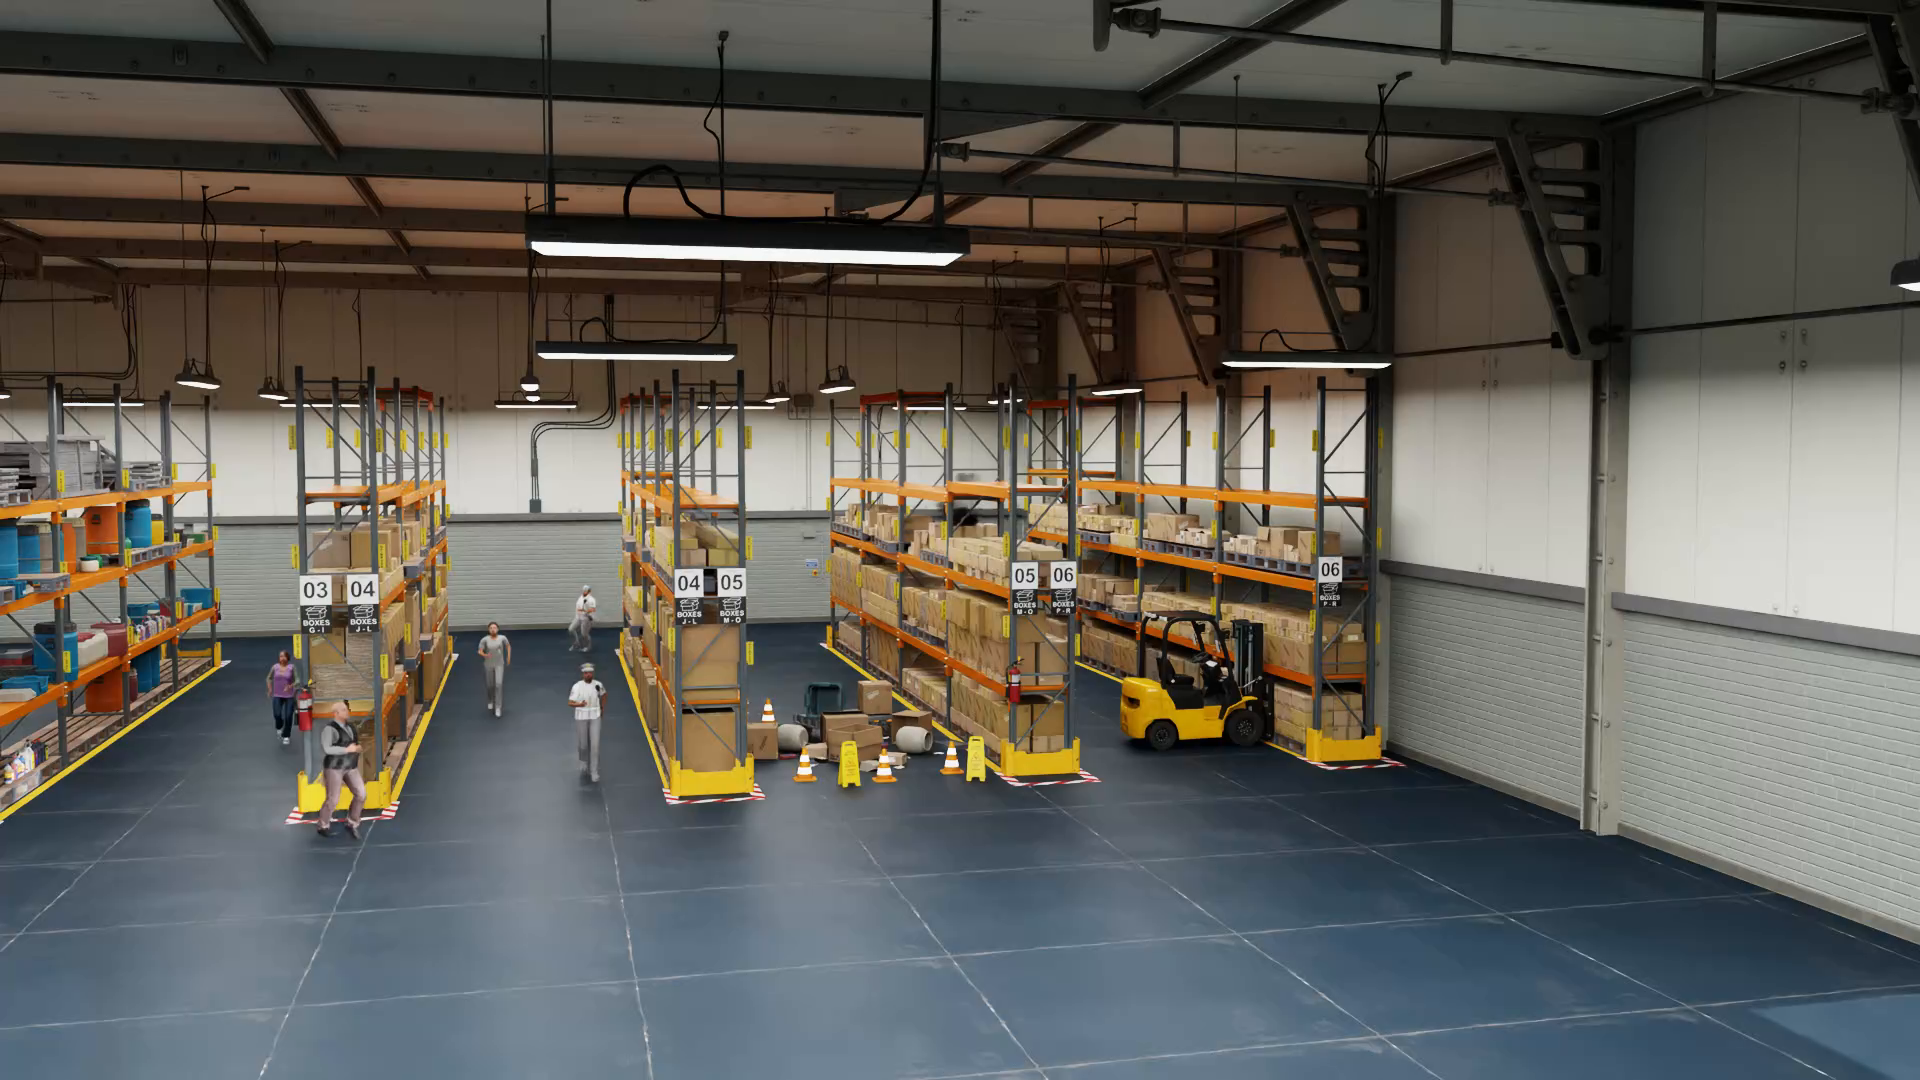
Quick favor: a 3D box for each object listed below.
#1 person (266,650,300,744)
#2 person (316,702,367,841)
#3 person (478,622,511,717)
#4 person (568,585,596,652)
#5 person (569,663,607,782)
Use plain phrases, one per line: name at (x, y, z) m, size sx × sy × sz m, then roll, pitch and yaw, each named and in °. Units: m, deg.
person at (-11.116, 2.589, 27.303) m, size 0.531 × 1.561 × 0.551 m, roll -1°, pitch 4°, yaw -18°
person at (-7.728, 2.909, 20.821) m, size 0.722 × 1.771 × 0.660 m, roll 2°, pitch 4°, yaw 26°
person at (-8.546, 2.342, 30.526) m, size 0.580 × 1.705 × 0.842 m, roll -1°, pitch 4°, yaw -16°
person at (-8.879, 1.852, 39.242) m, size 0.708 × 1.600 × 0.641 m, roll 2°, pitch 4°, yaw 33°
person at (-5.496, 2.658, 24.618) m, size 0.581 × 1.697 × 0.894 m, roll -1°, pitch 4°, yaw -18°
